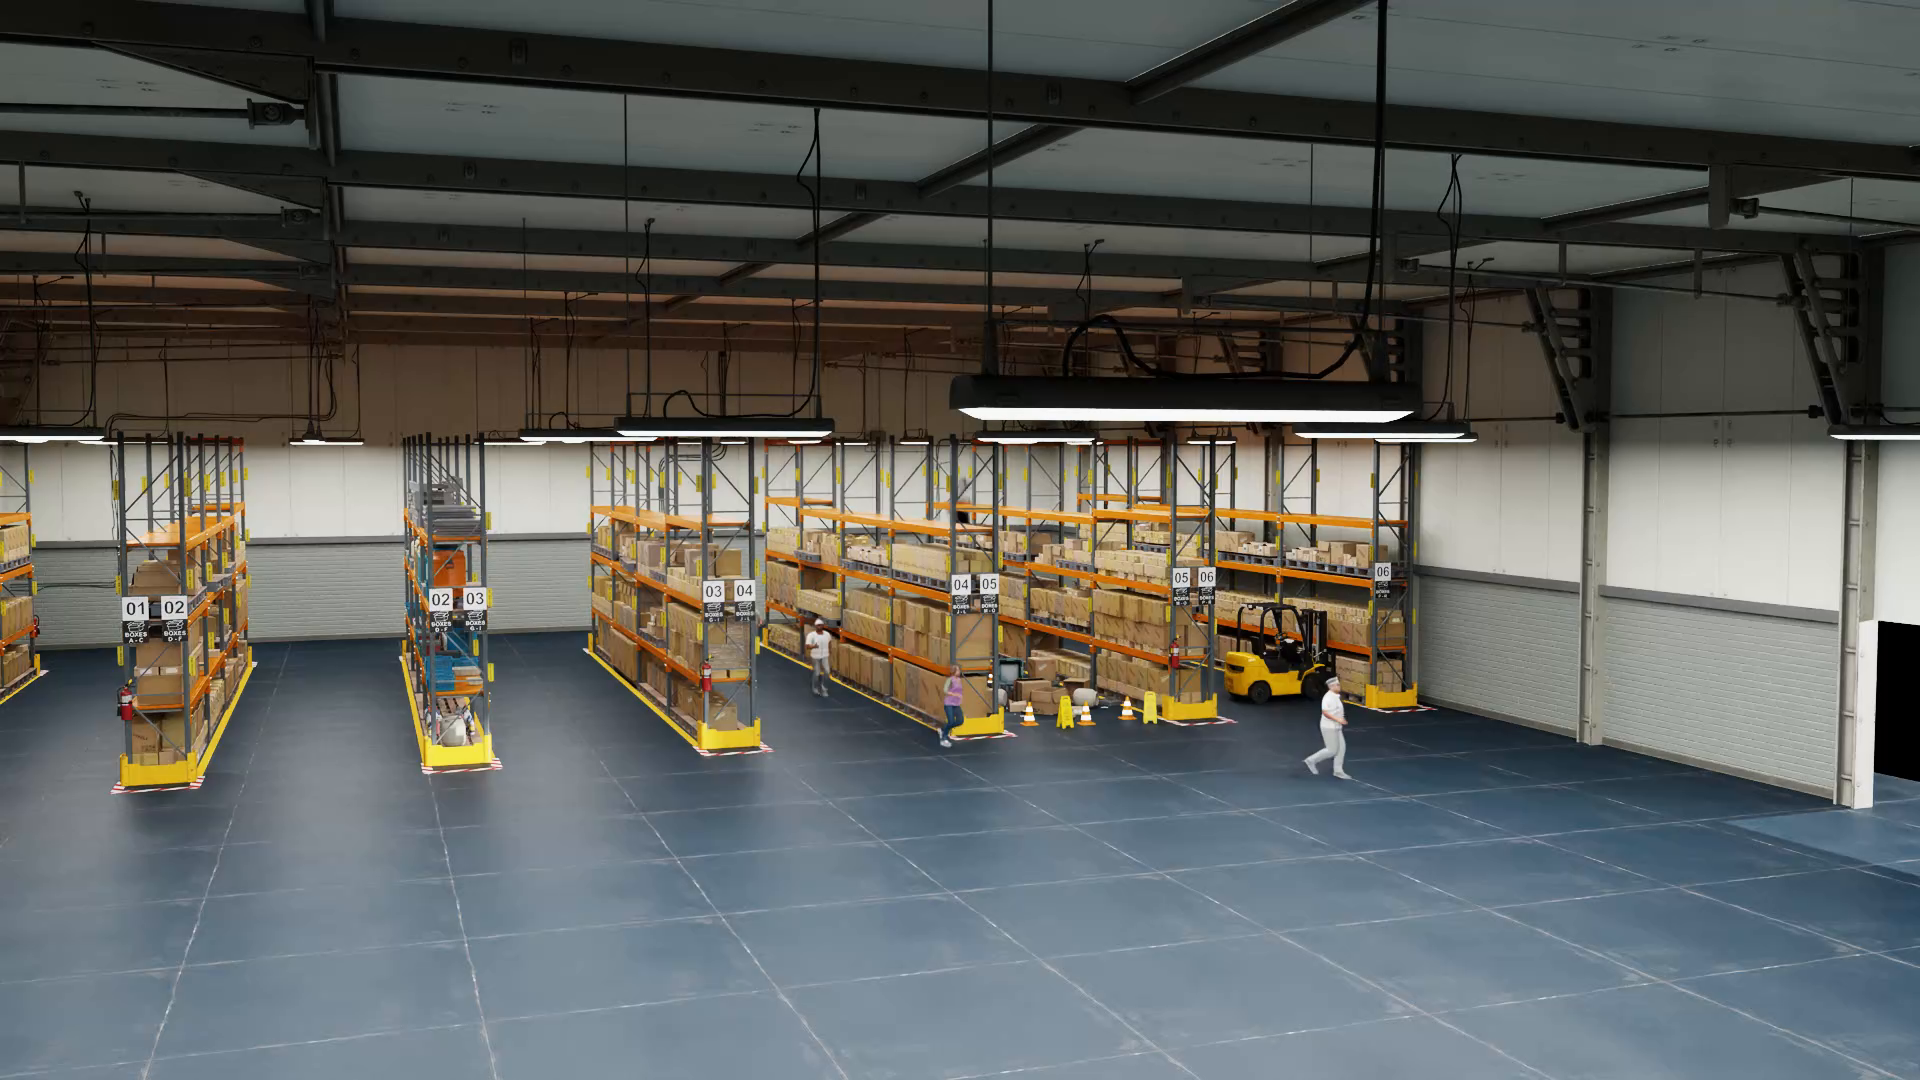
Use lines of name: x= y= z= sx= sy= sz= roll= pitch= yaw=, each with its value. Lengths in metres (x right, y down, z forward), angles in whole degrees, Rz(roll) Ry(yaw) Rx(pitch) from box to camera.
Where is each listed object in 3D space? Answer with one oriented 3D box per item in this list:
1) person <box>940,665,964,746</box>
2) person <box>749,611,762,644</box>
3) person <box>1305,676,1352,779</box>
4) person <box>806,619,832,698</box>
person: x=-0.097 y=3.177 z=31.982 sx=0.554 sy=1.549 sz=0.552 roll=3 pitch=4 yaw=39
person: x=-5.549 y=2.455 z=44.355 sx=0.564 sy=1.653 sz=0.705 roll=-1 pitch=3 yaw=-13
person: x=6.412 y=3.250 z=28.864 sx=0.794 sy=1.780 sz=0.689 roll=1 pitch=3 yaw=24
person: x=-3.209 y=2.728 z=38.206 sx=0.673 sy=1.812 sz=0.700 roll=-1 pitch=3 yaw=-20
